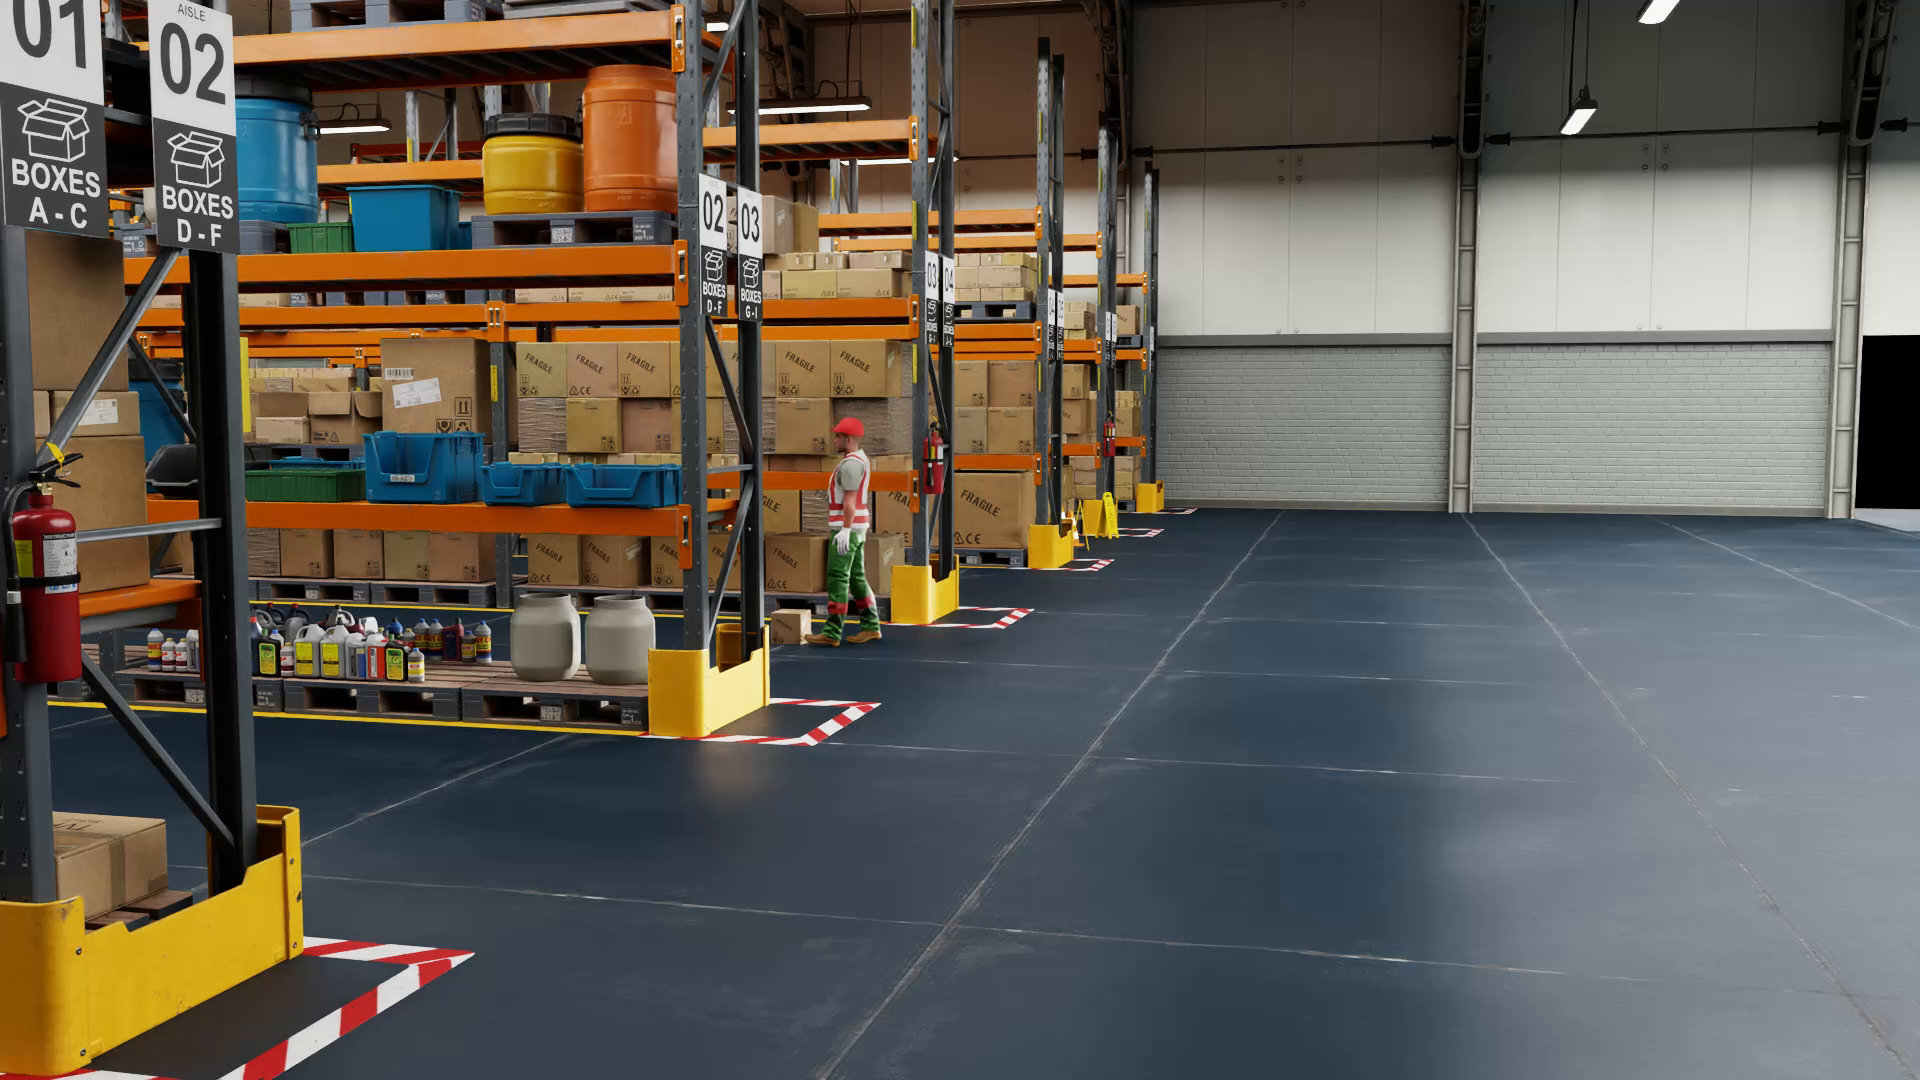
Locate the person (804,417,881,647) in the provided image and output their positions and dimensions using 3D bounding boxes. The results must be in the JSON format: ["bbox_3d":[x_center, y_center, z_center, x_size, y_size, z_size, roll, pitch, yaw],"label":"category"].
[{"bbox_3d":[-0.935,-0.064,13.077,0.580,1.796,0.575,0,5,6],"label":"person"}]
